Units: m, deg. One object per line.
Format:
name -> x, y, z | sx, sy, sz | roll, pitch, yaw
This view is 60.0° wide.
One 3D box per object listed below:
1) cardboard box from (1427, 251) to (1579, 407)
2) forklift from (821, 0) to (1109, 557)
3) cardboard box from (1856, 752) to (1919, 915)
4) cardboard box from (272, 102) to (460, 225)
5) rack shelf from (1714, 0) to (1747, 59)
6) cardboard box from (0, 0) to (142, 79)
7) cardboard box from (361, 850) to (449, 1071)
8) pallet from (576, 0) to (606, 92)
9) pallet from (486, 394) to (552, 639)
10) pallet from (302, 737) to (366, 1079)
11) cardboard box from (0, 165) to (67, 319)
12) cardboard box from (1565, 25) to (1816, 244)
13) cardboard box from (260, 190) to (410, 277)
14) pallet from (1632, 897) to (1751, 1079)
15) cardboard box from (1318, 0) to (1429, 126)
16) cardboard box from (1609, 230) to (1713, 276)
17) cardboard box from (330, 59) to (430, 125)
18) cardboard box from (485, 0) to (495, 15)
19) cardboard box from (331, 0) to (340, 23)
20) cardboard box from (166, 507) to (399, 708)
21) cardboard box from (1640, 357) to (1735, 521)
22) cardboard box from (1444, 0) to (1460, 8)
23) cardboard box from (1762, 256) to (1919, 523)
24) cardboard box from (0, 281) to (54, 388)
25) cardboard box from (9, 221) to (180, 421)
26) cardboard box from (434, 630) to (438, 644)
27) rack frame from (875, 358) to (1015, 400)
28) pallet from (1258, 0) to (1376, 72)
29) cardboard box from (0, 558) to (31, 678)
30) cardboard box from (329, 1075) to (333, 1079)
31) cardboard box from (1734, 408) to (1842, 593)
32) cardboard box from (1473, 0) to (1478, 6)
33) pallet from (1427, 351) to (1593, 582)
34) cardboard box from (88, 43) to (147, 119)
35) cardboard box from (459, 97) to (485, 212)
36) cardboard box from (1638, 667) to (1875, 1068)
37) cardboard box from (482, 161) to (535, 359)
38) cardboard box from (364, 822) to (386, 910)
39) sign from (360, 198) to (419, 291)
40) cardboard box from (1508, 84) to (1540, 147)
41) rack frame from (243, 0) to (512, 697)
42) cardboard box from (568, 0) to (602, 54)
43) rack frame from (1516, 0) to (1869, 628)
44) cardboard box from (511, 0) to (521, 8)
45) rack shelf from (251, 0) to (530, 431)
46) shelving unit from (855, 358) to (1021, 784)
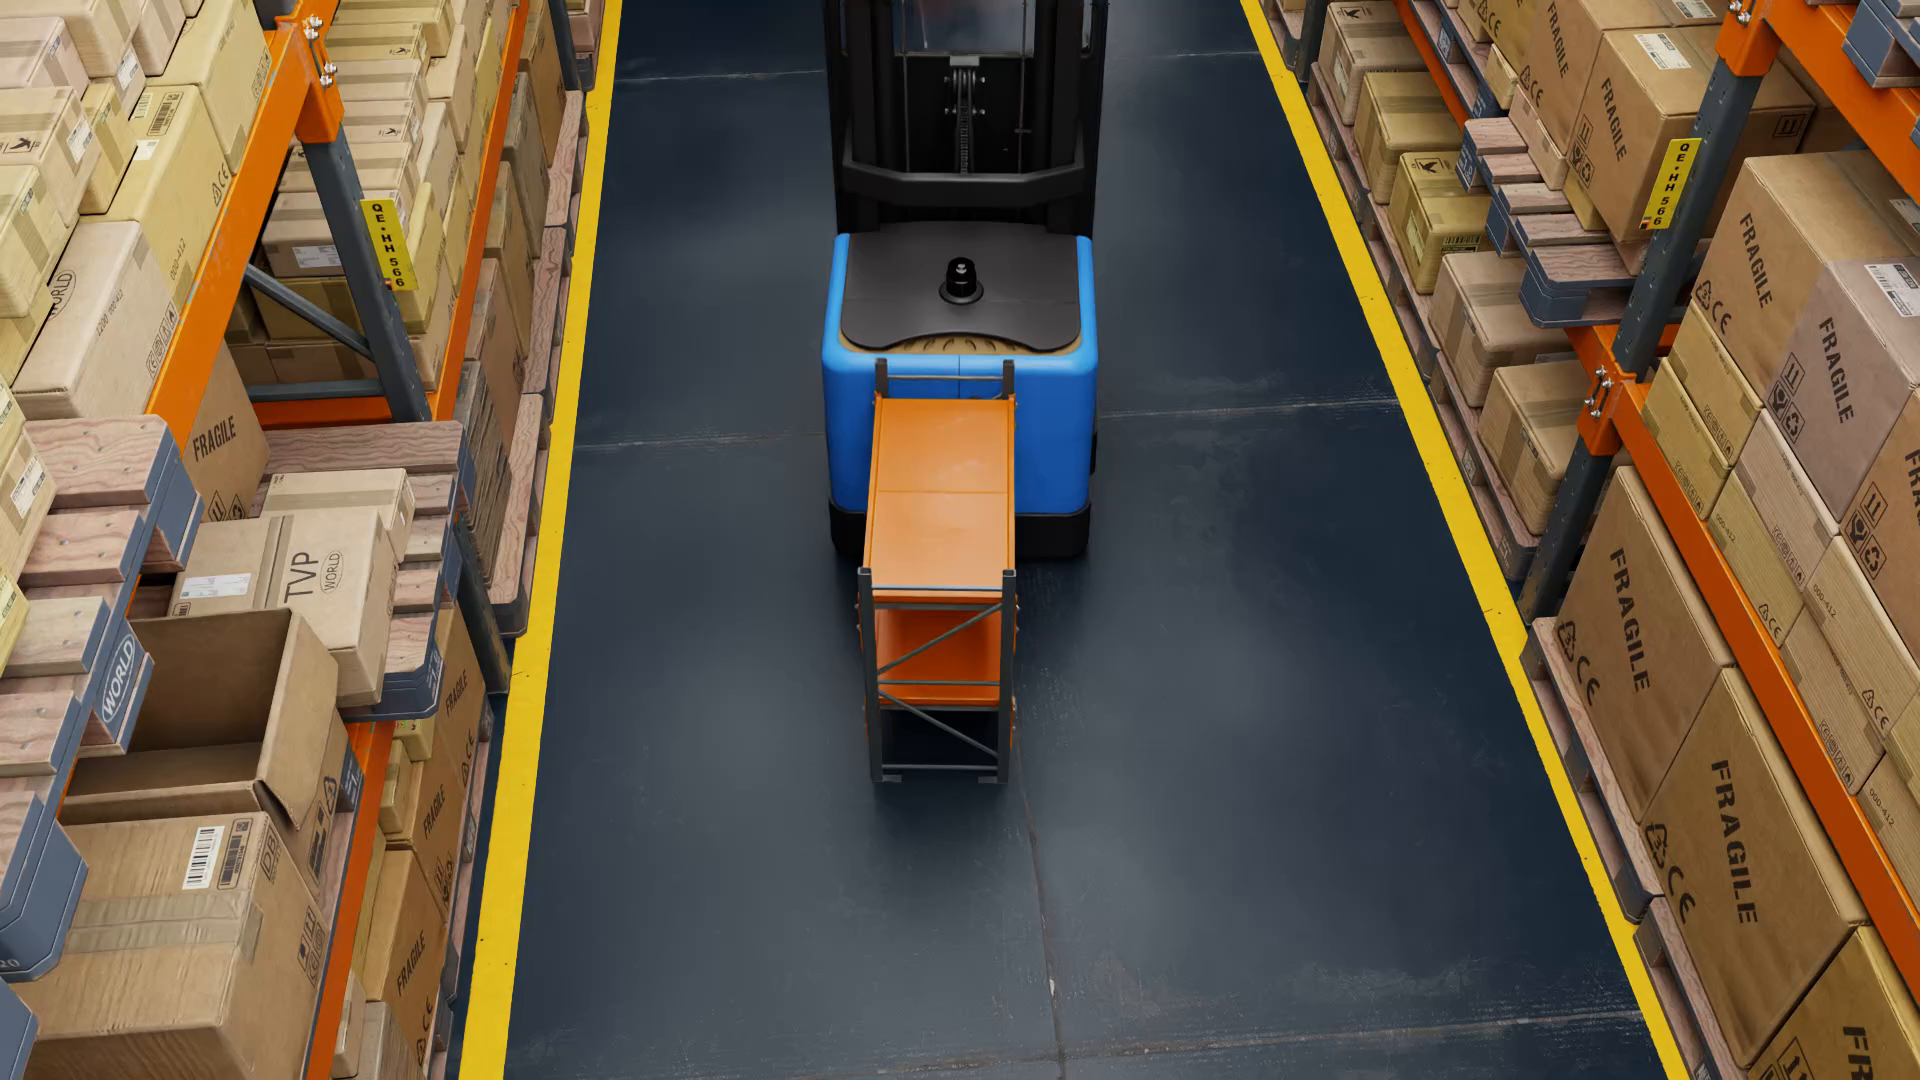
cardboard box -> 2.617, -0.944, 7.235 | 0.950, 0.372, 0.625 | -4, 47, -4
forklift -> 0.026, -1.993, 6.755 | 1.130, 2.935, 3.031 | 1, 47, 1
cardboard box -> 2.658, 0.768, 4.197 | 0.500, 0.250, 0.500 | -3, 47, -3
cardboard box -> -2.056, -1.275, 5.787 | 0.500, 0.250, 0.500 | -2, 47, -2
rack shelf -> 2.557, -2.991, 6.083 | 1.077, 0.370, 4.000 | -3, 47, -3
cardboard box -> -1.908, -1.059, 3.381 | 0.380, 0.149, 0.250 | -5, 47, -5
cardboard box -> -1.894, 1.293, 5.028 | 0.500, 0.500, 0.500 | -2, 47, -2
pallet -> -2.581, -2.969, 9.553 | 1.003, 0.211, 1.213 | -3, 47, -3
pallet -> -2.251, -0.095, 6.831 | 1.003, 0.211, 1.213 | -3, 47, -3
pallet -> -2.054, 1.017, 3.990 | 1.003, 0.211, 1.213 | -3, 47, -3
cardboard box -> -1.789, -0.506, 2.857 | 0.380, 0.149, 0.250 | -3, 47, -3
cardboard box -> 2.409, -1.353, 5.539 | 0.500, 0.500, 0.500 | -5, 47, -4
cardboard box -> -1.955, -0.962, 5.216 | 0.380, 0.149, 0.250 | -2, 47, -2
pallet -> 2.814, 1.654, 5.175 | 1.003, 0.211, 1.213 | -3, 47, -3
cardboard box -> 2.436, -2.516, 8.724 | 0.950, 0.372, 0.625 | -3, 47, -3
cardboard box -> 2.463, -1.041, 5.691 | 0.380, 0.149, 0.250 | -2, 47, -2
cardboard box -> -2.060, -1.528, 5.752 | 0.380, 0.149, 0.250 | -3, 47, -3
cardboard box -> -2.173, -2.389, 6.842 | 0.500, 0.250, 0.500 | -3, 47, -3
cardboard box -> -2.191, -2.077, 6.272 | 0.380, 0.149, 0.250 | -3, 47, -3
cardboard box -> -1.811, 0.195, 4.450 | 0.500, 0.250, 0.500 | -5, 47, -5
cardboard box -> 2.515, -0.339, 5.245 | 0.500, 0.250, 0.500 | -4, 47, -4
cardboard box -> 2.202, -2.349, 6.929 | 0.380, 0.149, 0.250 | -2, 47, -2
cardboard box -> 2.573, -0.409, 4.450 | 0.500, 0.500, 0.500 | -3, 47, -3
cardboard box -> -1.870, -0.399, 2.961 | 0.380, 0.149, 0.250 | -2, 47, -2
cardboard box -> -1.852, -0.354, 3.193 | 0.500, 0.250, 0.500 | -3, 47, -3
cardboard box -> -1.928, 0.378, 5.448 | 0.380, 0.149, 0.250 | -6, 47, -5
rack frame -> -0.054, -0.251, 6.350 | 0.500, 1.125, 0.032 | 1, 47, 1
pallet -> 2.298, -3.179, 9.752 | 1.003, 0.211, 1.213 | -3, 47, -3
cardboard box -> -1.615, 0.151, 2.427 | 0.380, 0.149, 0.250 | -2, 47, -2
cardboard box -> -1.875, 1.520, 4.367 | 0.380, 0.149, 0.250 | -3, 47, -3
cardboard box -> 2.563, -0.125, 4.698 | 0.500, 0.250, 0.500 | -2, 47, -2
cardboard box -> 2.267, -2.487, 6.613 | 0.500, 0.500, 0.500 | -5, 47, -5
pallet -> 2.661, -0.367, 7.089 | 1.003, 0.211, 1.213 | -3, 47, -3
cardboard box -> -1.953, -0.951, 3.484 | 0.380, 0.149, 0.250 | -3, 47, -2
cardboard box -> -2.102, -1.477, 6.322 | 0.500, 0.250, 0.500 | -5, 47, -5
cardboard box -> 2.770, 0.976, 5.070 | 0.875, 0.875, 0.875 | -3, 47, -3
cardboard box -> -2.379, -1.195, 7.299 | 0.875, 0.625, 0.625 | -5, 47, -5
cardboard box -> -1.919, 0.961, 4.896 | 0.380, 0.149, 0.250 | -2, 47, -2
sign -> -1.681, -0.867, 4.899 | 0.100, 0.325, 0.005 | -3, 47, -3
cardboard box -> 2.289, -1.593, 6.213 | 0.380, 0.149, 0.250 | -5, 47, -5
rack frame -> -2.221, -0.456, 5.252 | 1.000, 3.000, 0.127 | -3, 47, -3
cardboard box -> -2.267, -2.919, 9.190 | 0.500, 0.250, 0.500 | -3, 47, -3
rack frame -> 2.725, -0.760, 5.541 | 1.000, 3.000, 0.127 | -3, 47, -3
cardboard box -> -2.206, -2.586, 7.373 | 0.500, 0.250, 0.500 | -4, 47, -4
rack shelf -> -2.389, -1.656, 6.884 | 1.077, 0.370, 4.000 | -3, 47, -3
shelving unit -> -0.063, 0.118, 6.000 | 0.538, 1.125, 1.048 | 1, 47, 1
